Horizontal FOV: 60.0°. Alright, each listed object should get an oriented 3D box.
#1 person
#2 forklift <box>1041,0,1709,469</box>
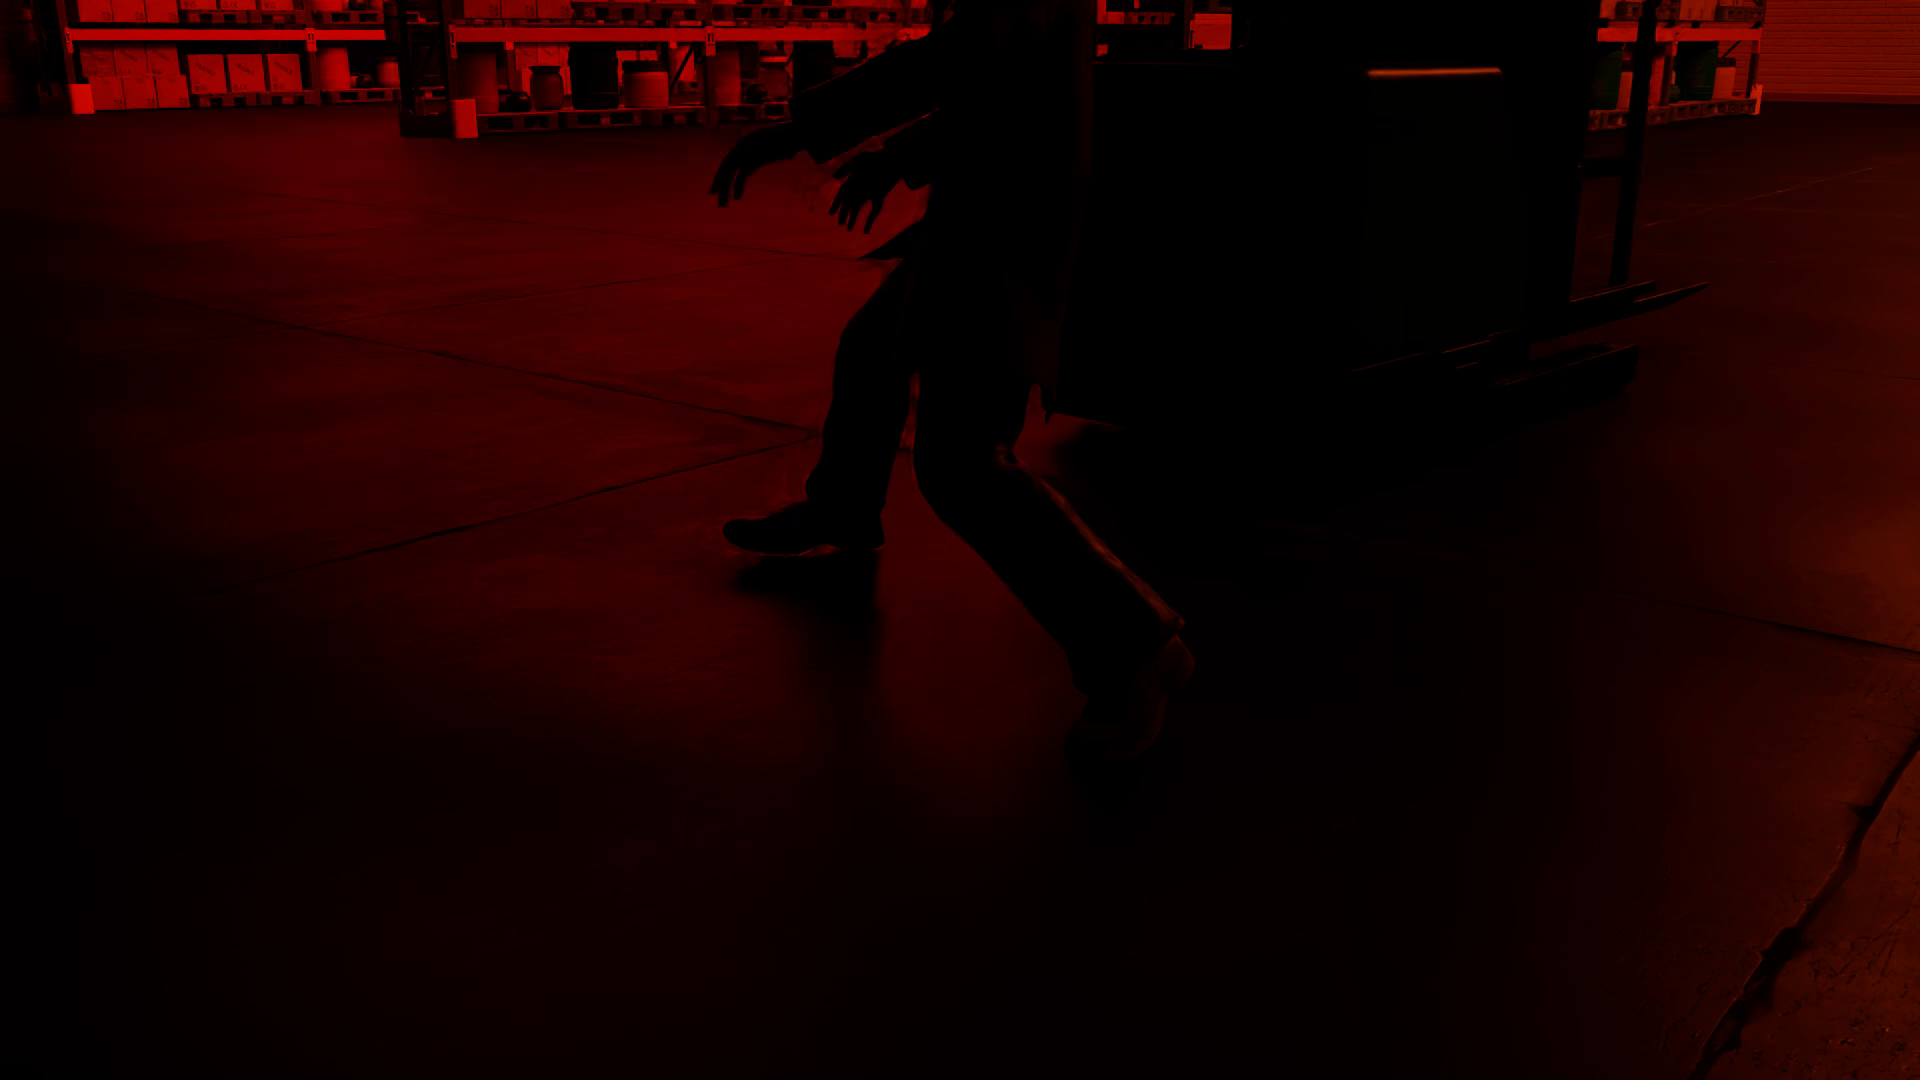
[{"bbox_3d":[-0.068,-0.552,3.098,1.050,1.590,1.202,2,17,6],"label":"person"},{"bbox_3d":[1.629,-1.945,5.304,1.130,2.935,3.031,16,23,42],"label":"forklift"}]
